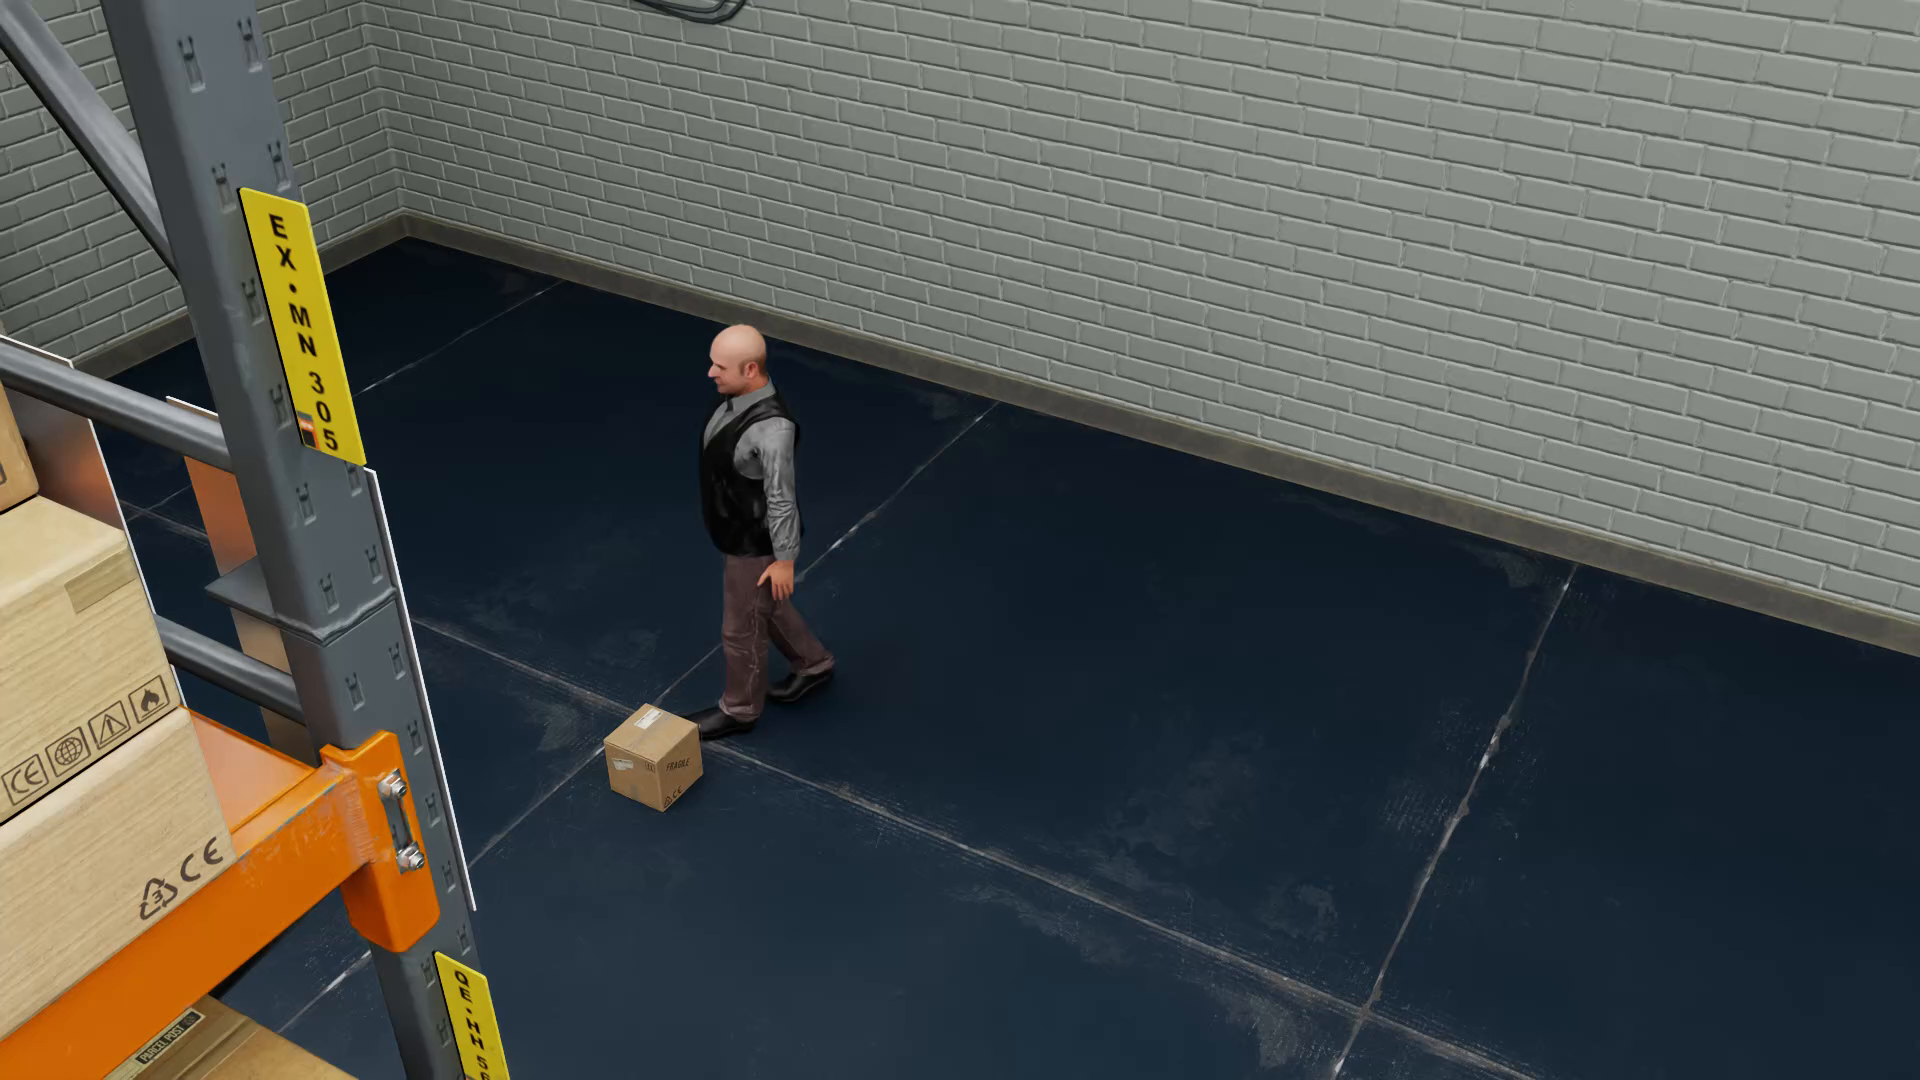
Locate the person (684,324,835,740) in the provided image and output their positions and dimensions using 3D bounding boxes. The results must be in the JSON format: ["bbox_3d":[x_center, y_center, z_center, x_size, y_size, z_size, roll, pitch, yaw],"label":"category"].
[{"bbox_3d":[-0.794,-0.012,6.183,0.659,1.719,0.558,-11,36,-16],"label":"person"}]
